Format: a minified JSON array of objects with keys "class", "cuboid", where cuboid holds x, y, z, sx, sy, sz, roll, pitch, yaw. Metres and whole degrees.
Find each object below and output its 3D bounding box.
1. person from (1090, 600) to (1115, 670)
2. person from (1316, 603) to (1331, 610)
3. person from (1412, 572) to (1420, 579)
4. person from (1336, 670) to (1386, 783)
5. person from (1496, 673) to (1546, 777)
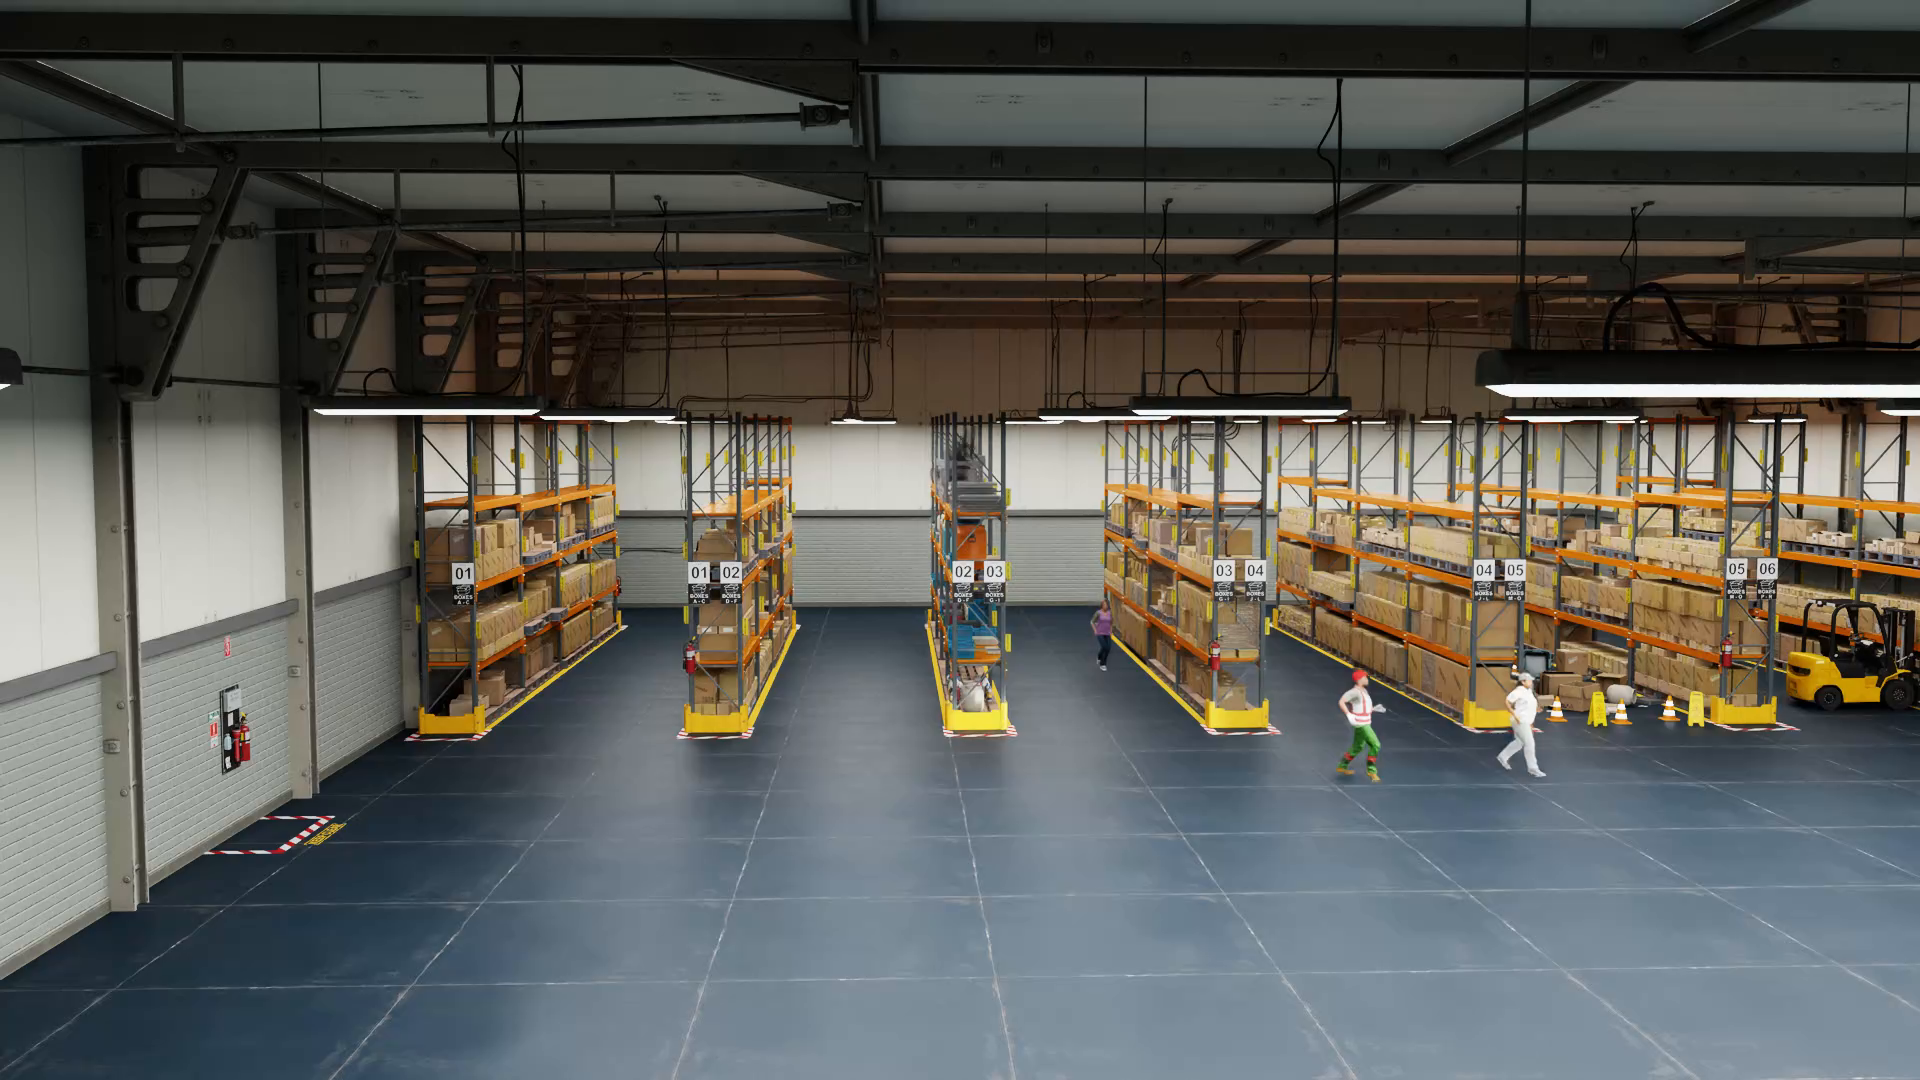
[{"class":"person","cuboid":[3.223,2.130,37.090,0.533,1.569,0.494,-1,4,-16]},{"class":"person","cuboid":[10.549,1.566,48.689,0.747,1.693,0.527,-3,5,-42]},{"class":"person","cuboid":[13.461,1.579,49.310,0.522,1.605,0.636,0,4,-1]},{"class":"person","cuboid":[6.479,3.016,26.929,0.779,1.821,0.669,2,4,24]},{"class":"person","cuboid":[9.255,3.014,27.389,0.867,1.674,0.615,3,5,35]}]
